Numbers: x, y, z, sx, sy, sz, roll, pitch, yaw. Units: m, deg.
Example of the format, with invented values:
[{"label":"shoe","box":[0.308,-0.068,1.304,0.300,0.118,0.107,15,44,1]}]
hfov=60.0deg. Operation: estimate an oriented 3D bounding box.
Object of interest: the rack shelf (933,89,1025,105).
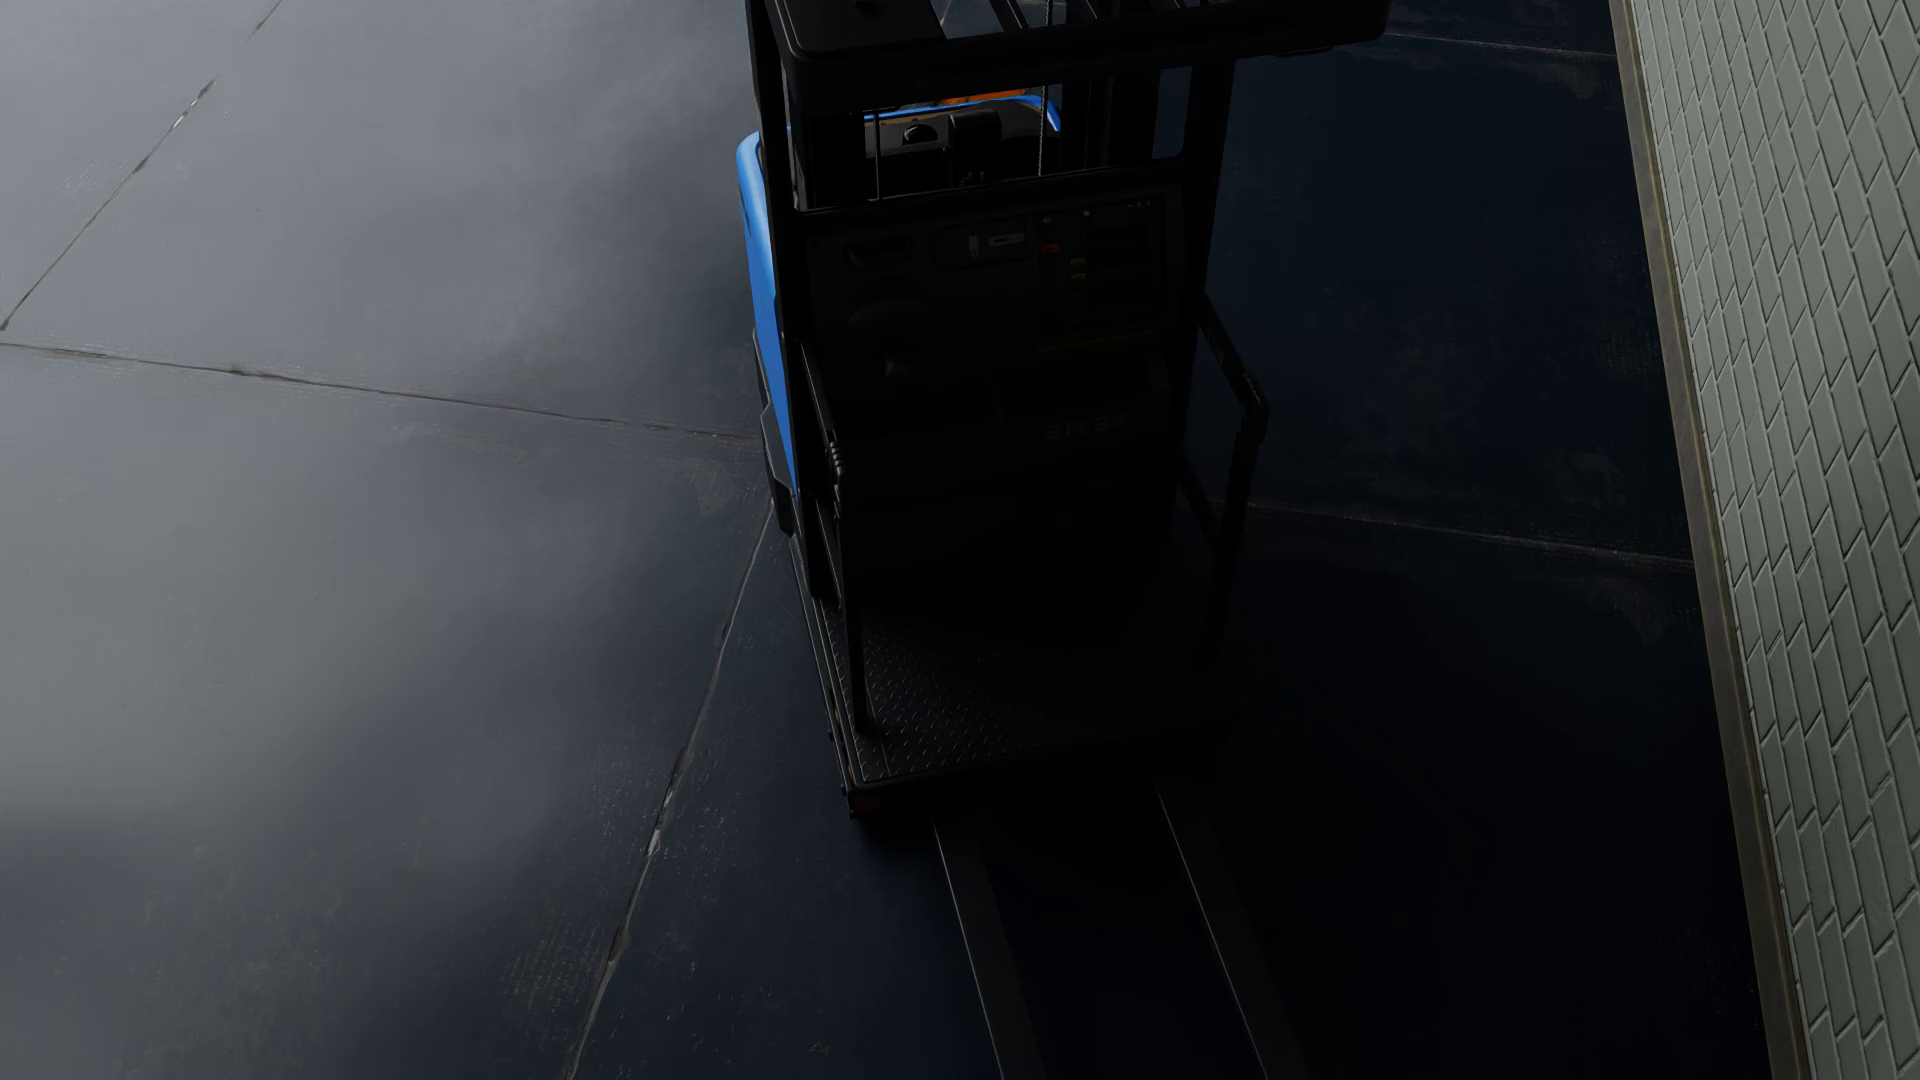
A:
[{"label":"rack shelf","box":[0.053,-1.410,5.574,0.240,0.259,0.215,-28,54,-27]}]

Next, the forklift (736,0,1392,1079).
[{"label":"forklift","box":[0.148,-0.528,3.892,1.130,2.935,3.031,-10,49,-9]}]

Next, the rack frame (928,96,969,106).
[{"label":"rack frame","box":[-0.054,-1.170,5.717,0.008,1.050,0.200,-28,54,-27]}]

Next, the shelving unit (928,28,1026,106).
[{"label":"shelving unit","box":[0.042,-1.221,5.771,0.252,1.050,0.215,-28,54,-27]}]

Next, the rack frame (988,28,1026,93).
[{"label":"rack frame","box":[0.138,-1.273,5.826,0.008,1.050,0.200,-28,54,-27]}]
